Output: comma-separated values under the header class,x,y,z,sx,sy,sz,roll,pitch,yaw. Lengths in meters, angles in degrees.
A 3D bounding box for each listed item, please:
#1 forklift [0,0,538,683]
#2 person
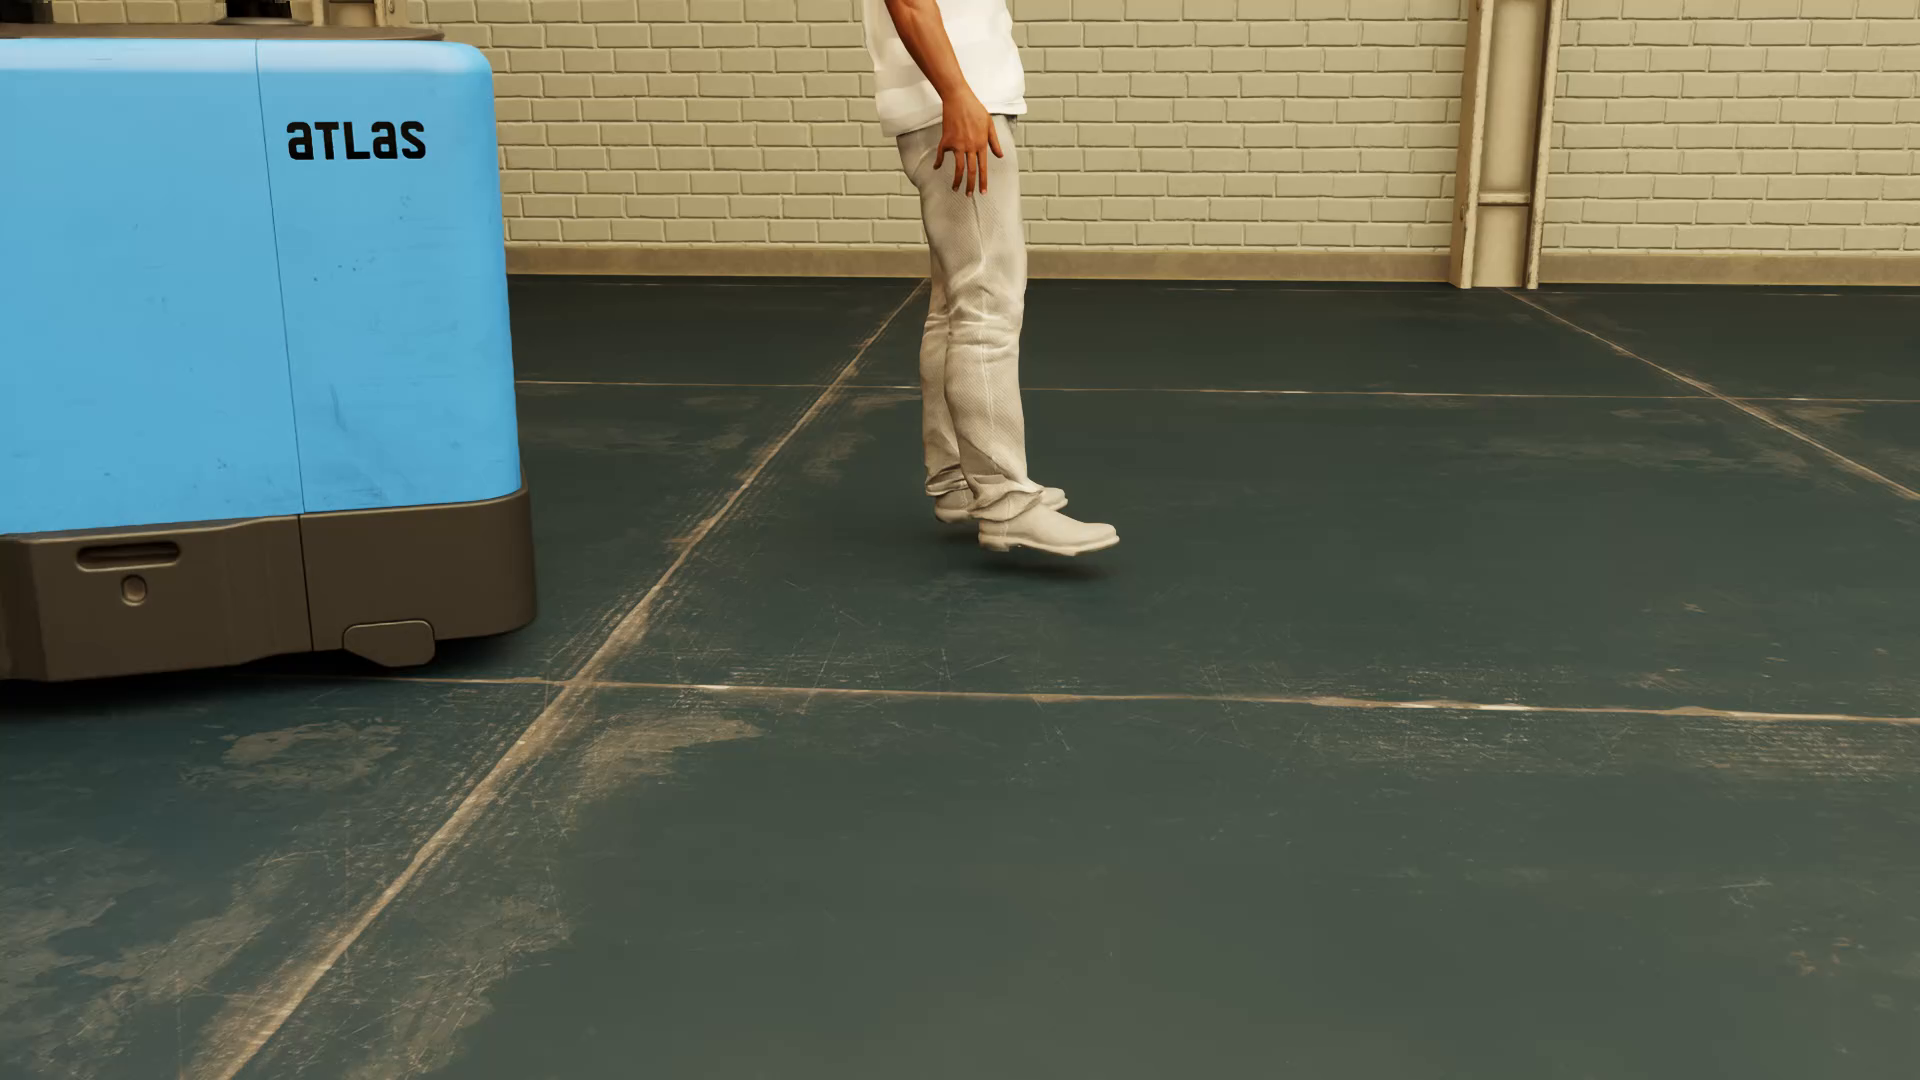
class,x,y,z,sx,sy,sz,roll,pitch,yaw
forklift,-2.344,-1.195,2.623,3.031,2.935,1.130,-5,16,-17
person,0.068,-0.895,3.559,0.577,1.765,0.665,1,15,4
